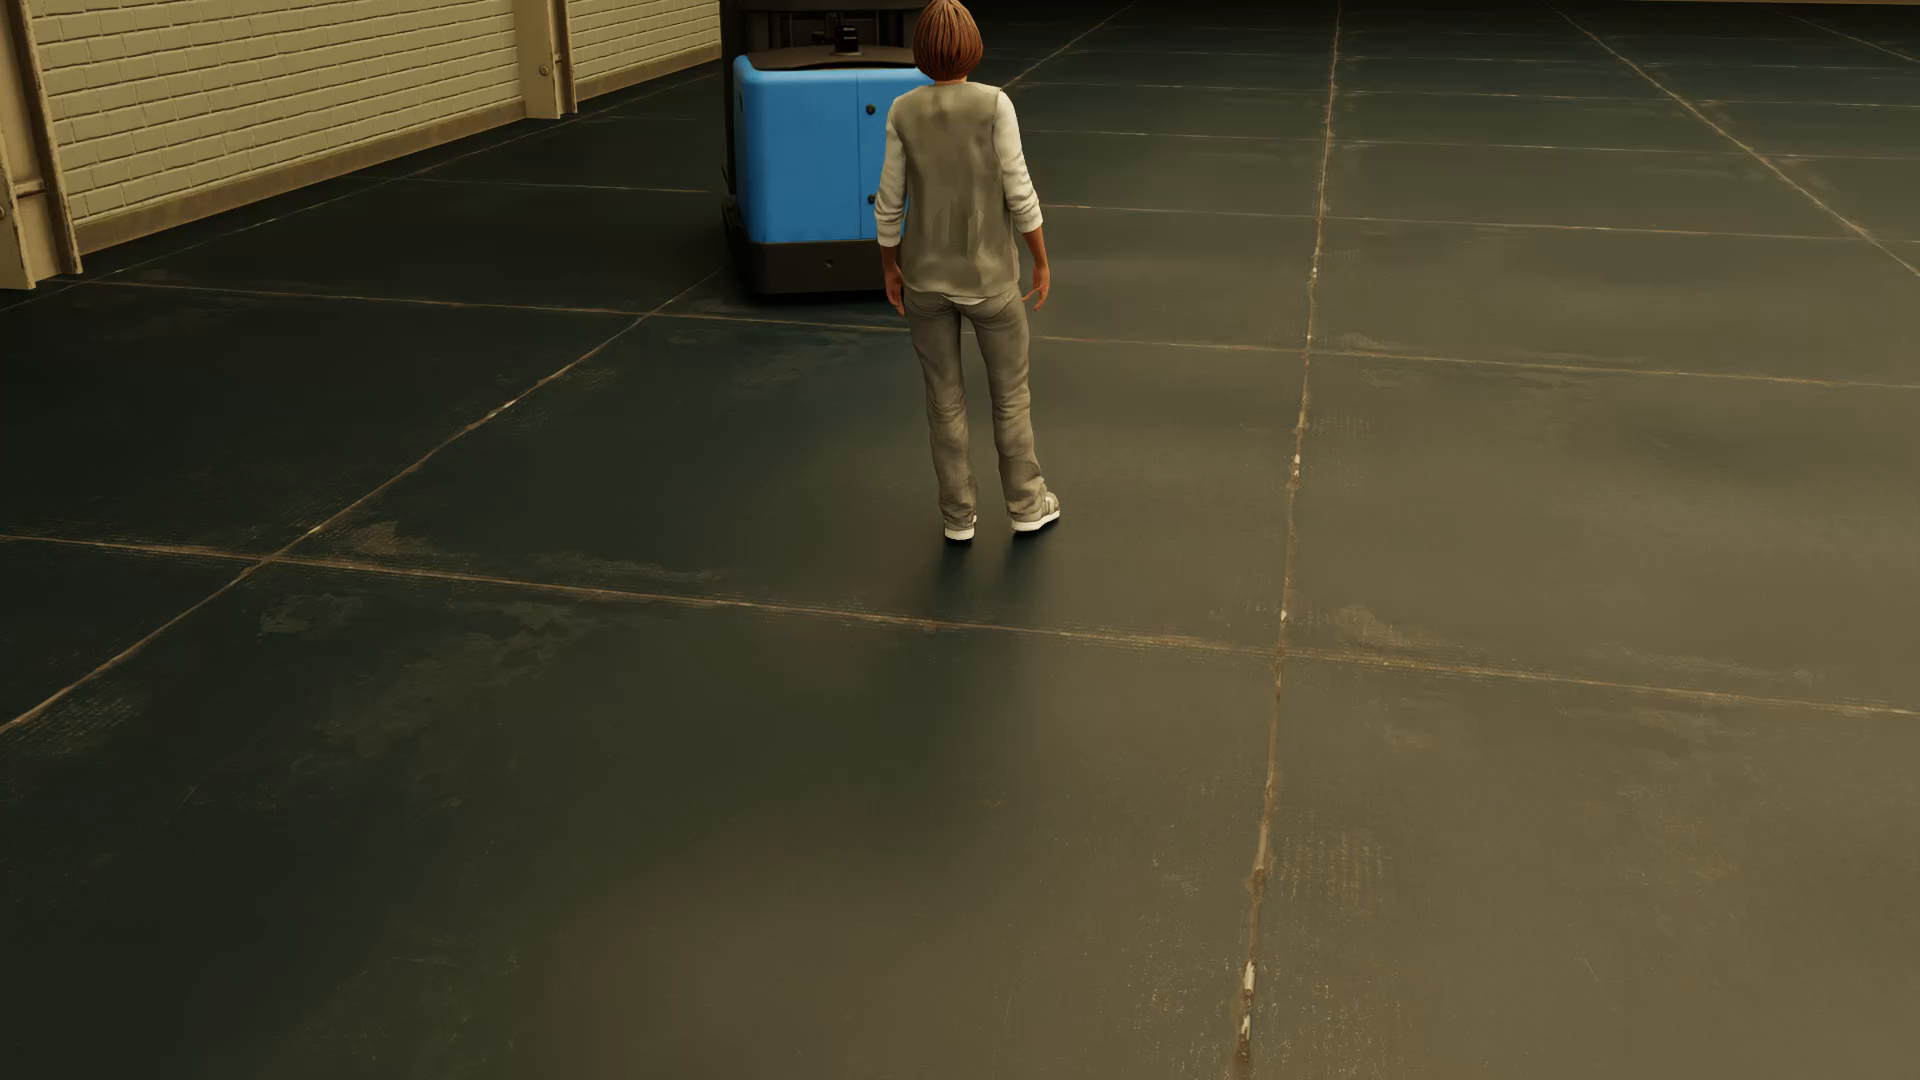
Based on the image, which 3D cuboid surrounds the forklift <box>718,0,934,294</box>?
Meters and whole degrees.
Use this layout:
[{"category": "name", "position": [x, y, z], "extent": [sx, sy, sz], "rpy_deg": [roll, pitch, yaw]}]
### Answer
[{"category": "forklift", "position": [-0.735, -3.029, 8.696], "extent": [1.130, 2.935, 3.031], "rpy_deg": [-4, 23, -10]}]

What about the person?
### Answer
[{"category": "person", "position": [0.030, -0.773, 4.909], "extent": [0.520, 1.599, 0.473], "rpy_deg": [5, 23, 11]}]
